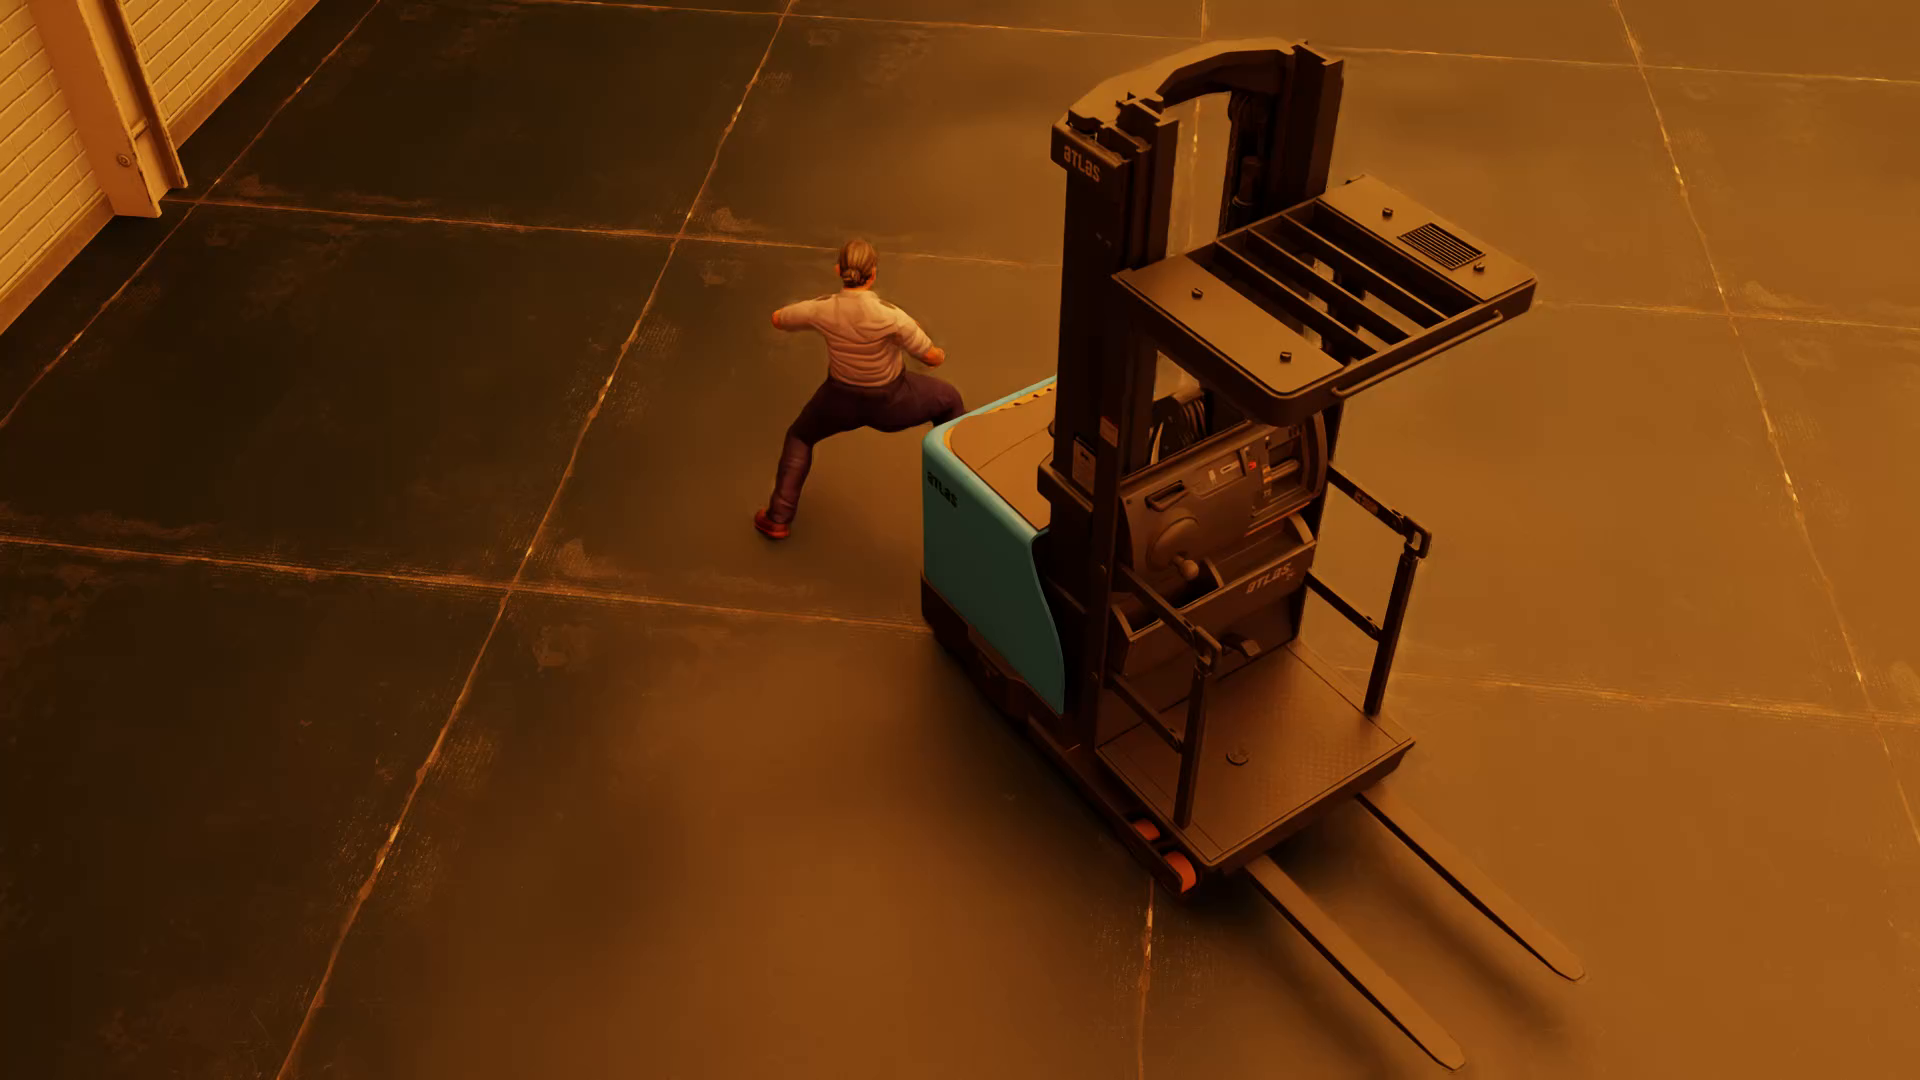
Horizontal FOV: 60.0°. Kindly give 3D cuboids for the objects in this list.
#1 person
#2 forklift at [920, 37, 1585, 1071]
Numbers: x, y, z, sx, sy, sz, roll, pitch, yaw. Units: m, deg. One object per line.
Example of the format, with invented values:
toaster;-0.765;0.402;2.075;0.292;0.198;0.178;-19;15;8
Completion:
person;-0.433;-0.763;7.665;1.013;1.505;0.941;8;43;9
forklift;1.080;-0.093;5.826;1.130;2.935;3.031;-25;48;-25
